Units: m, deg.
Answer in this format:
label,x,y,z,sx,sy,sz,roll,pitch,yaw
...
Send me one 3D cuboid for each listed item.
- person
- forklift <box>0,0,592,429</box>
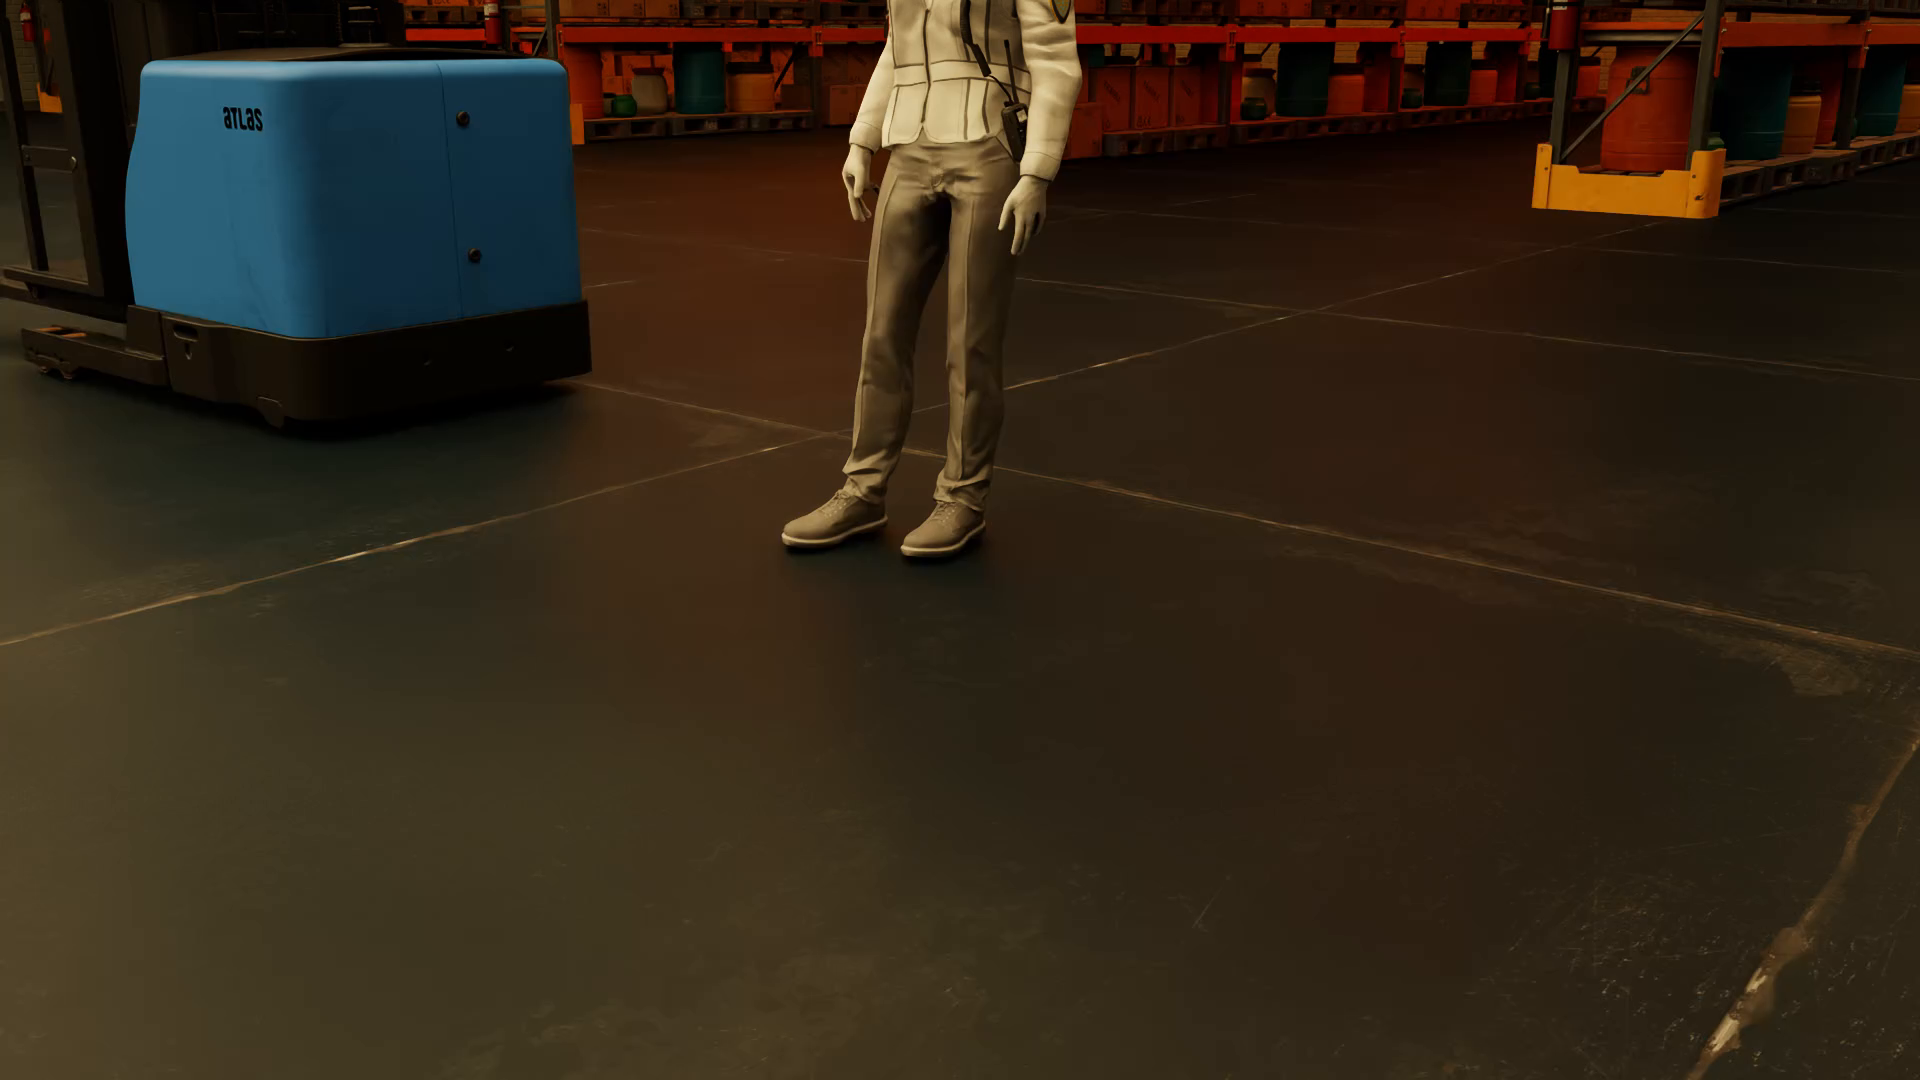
label,x,y,z,sx,sy,sz,roll,pitch,yaw
person,-0.049,-0.803,3.647,0.587,1.694,0.530,13,21,37
forklift,-2.690,-2.062,5.688,3.031,2.935,1.130,13,21,37
